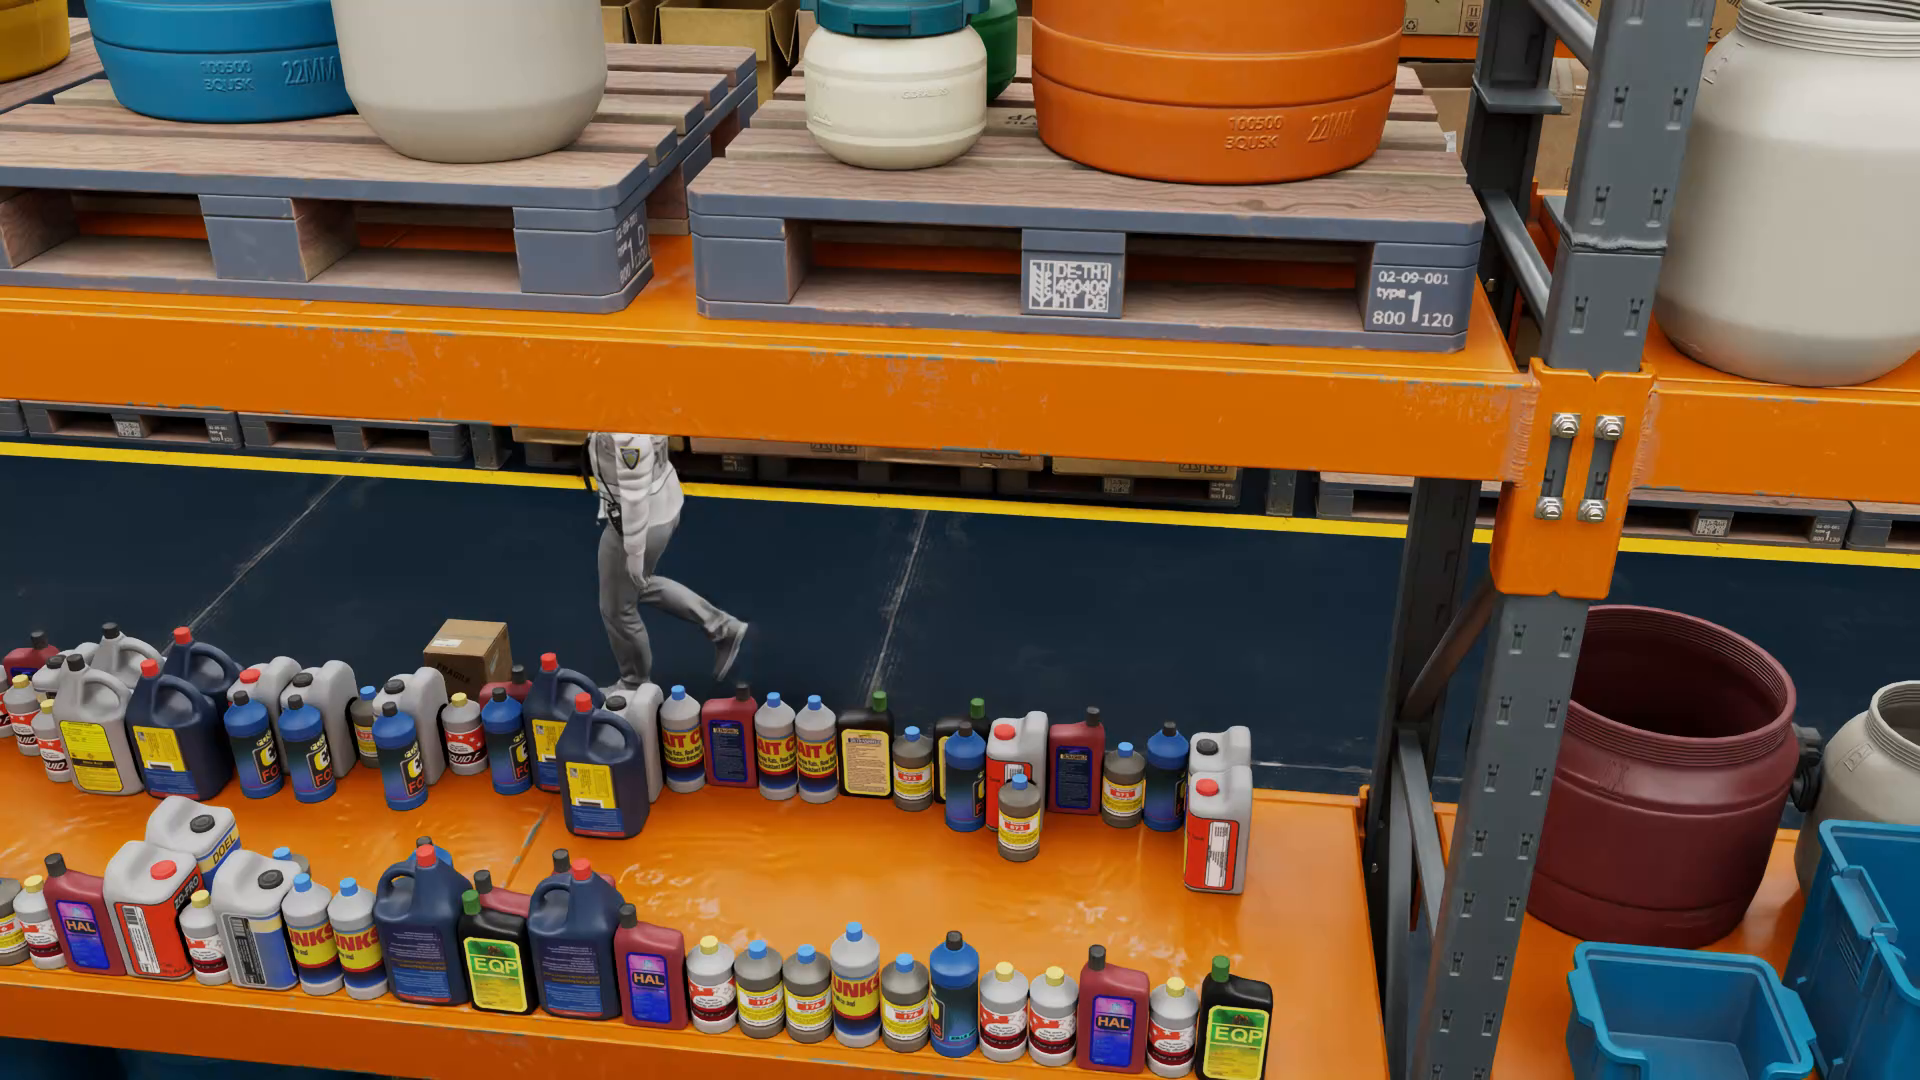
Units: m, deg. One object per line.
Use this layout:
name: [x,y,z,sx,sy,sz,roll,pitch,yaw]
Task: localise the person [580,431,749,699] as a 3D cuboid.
person: [-1.171,-0.079,6.217,0.656,1.664,0.501,2,29,5]
